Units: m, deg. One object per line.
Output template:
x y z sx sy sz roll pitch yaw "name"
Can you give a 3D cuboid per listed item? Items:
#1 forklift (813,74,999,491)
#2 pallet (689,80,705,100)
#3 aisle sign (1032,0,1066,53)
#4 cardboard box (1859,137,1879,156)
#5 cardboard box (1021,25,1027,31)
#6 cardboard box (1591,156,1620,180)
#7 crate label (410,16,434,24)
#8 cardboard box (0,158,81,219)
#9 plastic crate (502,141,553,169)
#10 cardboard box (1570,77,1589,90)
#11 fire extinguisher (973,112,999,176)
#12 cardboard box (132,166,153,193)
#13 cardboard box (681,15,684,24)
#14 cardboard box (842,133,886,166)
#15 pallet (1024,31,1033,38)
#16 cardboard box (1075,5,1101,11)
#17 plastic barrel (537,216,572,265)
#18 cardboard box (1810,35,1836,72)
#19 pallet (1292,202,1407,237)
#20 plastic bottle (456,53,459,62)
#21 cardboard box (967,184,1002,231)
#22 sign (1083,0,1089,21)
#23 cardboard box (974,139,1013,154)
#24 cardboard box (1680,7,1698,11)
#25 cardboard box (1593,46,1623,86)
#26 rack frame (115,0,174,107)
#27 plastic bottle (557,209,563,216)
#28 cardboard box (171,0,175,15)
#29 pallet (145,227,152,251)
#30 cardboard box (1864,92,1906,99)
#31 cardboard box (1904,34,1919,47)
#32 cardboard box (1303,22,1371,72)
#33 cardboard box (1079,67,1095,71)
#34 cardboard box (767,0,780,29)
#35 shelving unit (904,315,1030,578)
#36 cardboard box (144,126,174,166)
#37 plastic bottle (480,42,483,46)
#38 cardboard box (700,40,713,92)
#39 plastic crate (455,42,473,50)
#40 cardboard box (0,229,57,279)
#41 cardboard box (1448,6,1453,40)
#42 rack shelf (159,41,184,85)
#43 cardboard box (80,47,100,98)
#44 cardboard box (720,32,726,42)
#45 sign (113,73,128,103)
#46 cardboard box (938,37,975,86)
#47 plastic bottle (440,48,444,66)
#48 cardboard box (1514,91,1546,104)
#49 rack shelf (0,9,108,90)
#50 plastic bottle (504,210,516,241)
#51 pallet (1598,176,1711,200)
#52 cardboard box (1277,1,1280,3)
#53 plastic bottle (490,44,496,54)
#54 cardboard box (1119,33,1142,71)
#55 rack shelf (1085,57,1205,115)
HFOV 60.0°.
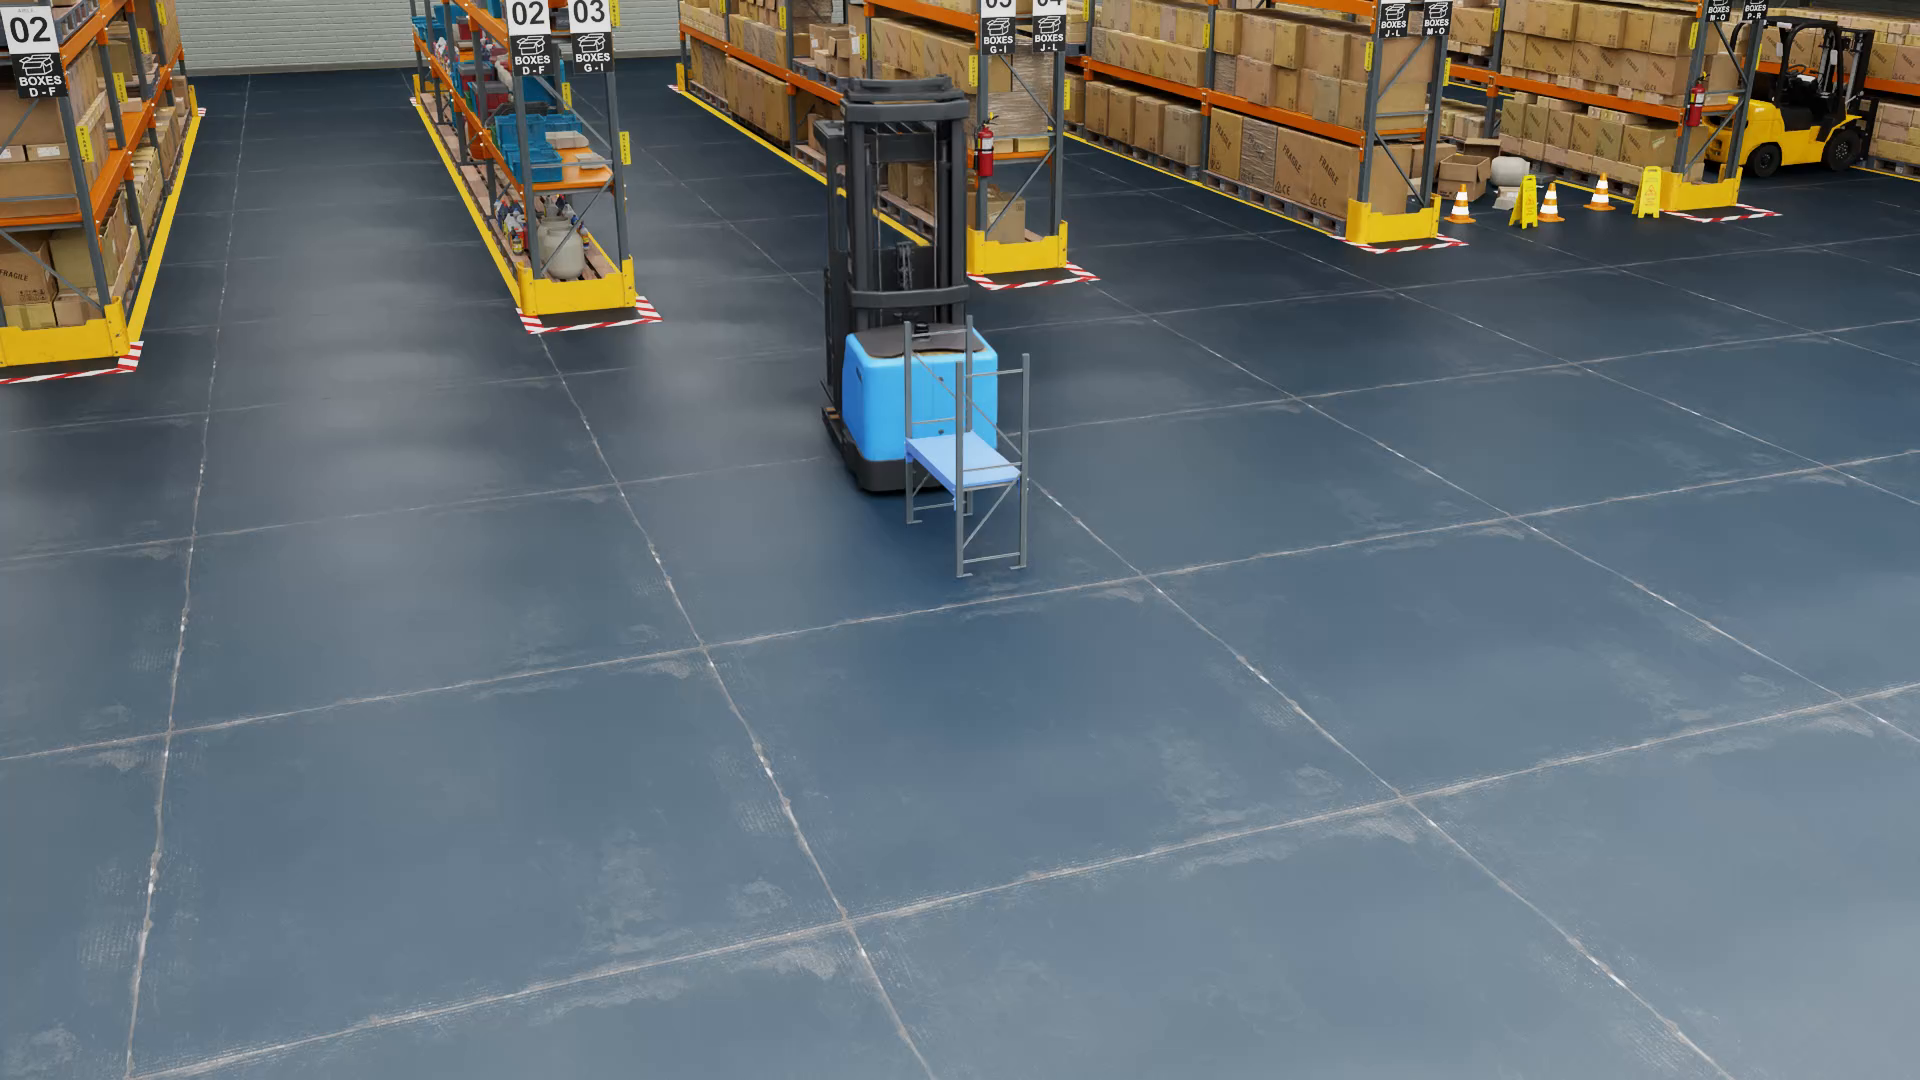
-0.543 -2.257 13.332 1.130 2.935 3.031 -5 23 -12 "forklift"
-4.624 -8.752 32.244 1.003 0.211 1.213 -8 24 -19 "pallet"
0.976 -5.720 18.112 0.394 0.787 0.004 -8 24 -19 "aisle sign"
13.790 -5.964 25.038 0.500 0.250 0.500 -8 24 -18 "cardboard box"
1.285 -8.905 28.799 0.380 0.149 0.250 -9 24 -20 "cardboard box"
9.231 -5.236 23.310 0.500 0.250 0.500 -8 24 -19 "cardboard box"
-9.834 -9.453 30.454 0.416 0.233 0.303 -8 24 -19 "crate label"
-8.749 -3.363 15.738 0.700 0.500 0.500 -8 24 -19 "cardboard box"
-4.641 -4.133 17.885 0.499 0.251 0.408 -8 24 -19 "plastic crate"
8.900 -6.488 23.606 0.380 0.149 0.250 -8 24 -19 "cardboard box"
0.282 -4.363 18.339 0.296 0.674 0.183 -8 24 -19 "fire extinguisher"
-10.466 -4.527 20.905 0.500 0.311 0.500 -8 24 -18 "cardboard box"
-5.163 -10.027 32.001 0.380 0.149 0.250 -8 24 -18 "cardboard box"
-1.286 -5.613 23.857 0.700 0.500 0.500 -11 25 -24 "cardboard box"
1.785 -8.679 28.727 1.003 0.211 1.213 -8 24 -19 "pallet"
2.170 -8.982 28.215 0.380 0.149 0.250 -7 24 -17 "cardboard box"
-4.442 -3.282 18.337 0.421 0.512 0.421 0 23 0 "plastic barrel"
13.465 -7.477 25.499 0.500 0.500 0.500 -9 24 -20 "cardboard box"
4.993 -4.142 21.306 1.003 0.211 1.213 -8 24 -19 "pallet"
-7.765 -7.387 25.579 0.097 0.271 0.097 0 23 0 "plastic bottle"
0.225 -3.987 20.025 0.500 0.500 0.500 -2 23 -5 "cardboard box"
2.018 -8.473 26.603 0.100 0.325 0.005 -8 24 -19 "sign"
0.379 -4.463 18.800 0.380 0.149 0.250 -8 24 -19 "cardboard box"
12.366 -8.898 28.035 0.380 0.149 0.250 -8 24 -19 "cardboard box"
9.148 -6.571 22.965 0.500 0.500 0.500 -8 24 -19 "cardboard box"
-12.835 -7.506 25.696 1.000 3.000 0.127 -8 24 -19 "rack frame"
-4.781 -3.823 19.890 0.061 0.283 0.133 -8 24 -19 "plastic bottle"
-13.654 -9.159 28.201 0.500 0.500 0.500 -8 24 -18 "cardboard box"
-10.306 -3.576 19.963 1.003 0.211 1.213 -8 24 -19 "pallet"
14.073 -6.685 25.460 0.500 0.250 0.500 -9 24 -20 "cardboard box"
13.972 -7.261 24.152 0.380 0.149 0.250 -9 24 -19 "cardboard box"
4.903 -6.263 21.165 0.875 0.550 0.550 -8 24 -19 "cardboard box"
2.326 -7.909 28.365 0.500 0.250 0.500 -9 24 -20 "cardboard box"
-2.624 -8.424 26.453 0.797 0.503 0.637 -8 24 -18 "cardboard box"
0.030 -0.660 11.385 0.538 1.500 1.048 -8 24 -19 "shelving unit"
-11.678 -5.680 24.017 0.500 0.500 0.500 -9 24 -20 "cardboard box"
-7.639 -7.785 26.423 0.144 0.351 0.185 -8 24 -19 "plastic bottle"
-4.357 -8.979 31.387 0.875 0.875 0.875 -8 24 -19 "cardboard box"
-8.231 -8.279 27.793 0.396 0.136 0.243 -8 24 -19 "plastic crate"
-9.431 -2.933 16.881 0.500 0.500 0.500 -8 24 -19 "cardboard box"
7.800 -8.198 26.286 0.500 0.500 0.500 -7 24 -17 "cardboard box"
-13.542 -7.901 27.560 1.077 0.370 4.000 -8 24 -19 "rack shelf"
-9.846 -5.082 18.148 0.700 0.500 0.500 -8 24 -19 "cardboard box"
-3.980 -8.814 29.123 0.380 0.149 0.250 -8 24 -19 "cardboard box"
-9.490 -5.111 18.798 0.100 0.325 0.005 -8 24 -19 "sign"
0.065 -5.494 19.124 0.500 0.500 0.500 -8 24 -19 "cardboard box"
-7.984 -7.486 25.808 0.152 0.276 0.135 -8 24 -19 "plastic bottle"
8.475 -6.582 24.704 0.380 0.149 0.250 -8 24 -18 "cardboard box"
-9.302 -4.923 16.632 1.077 0.370 4.000 -8 24 -19 "rack shelf"
-5.260 -3.686 19.478 0.144 0.351 0.185 -9 24 -19 "plastic bottle"
9.663 -4.906 23.118 1.003 0.211 1.213 -8 24 -19 "pallet"
5.972 -10.167 30.594 0.500 0.500 0.500 -9 24 -20 "cardboard box"
-7.180 -7.472 25.679 0.144 0.351 0.185 -8 24 -19 "plastic bottle"
2.789 -7.532 25.630 0.500 0.500 0.500 -8 24 -19 "cardboard box"
3.229 -6.996 25.412 1.077 0.370 4.000 -8 24 -19 "rack shelf"
